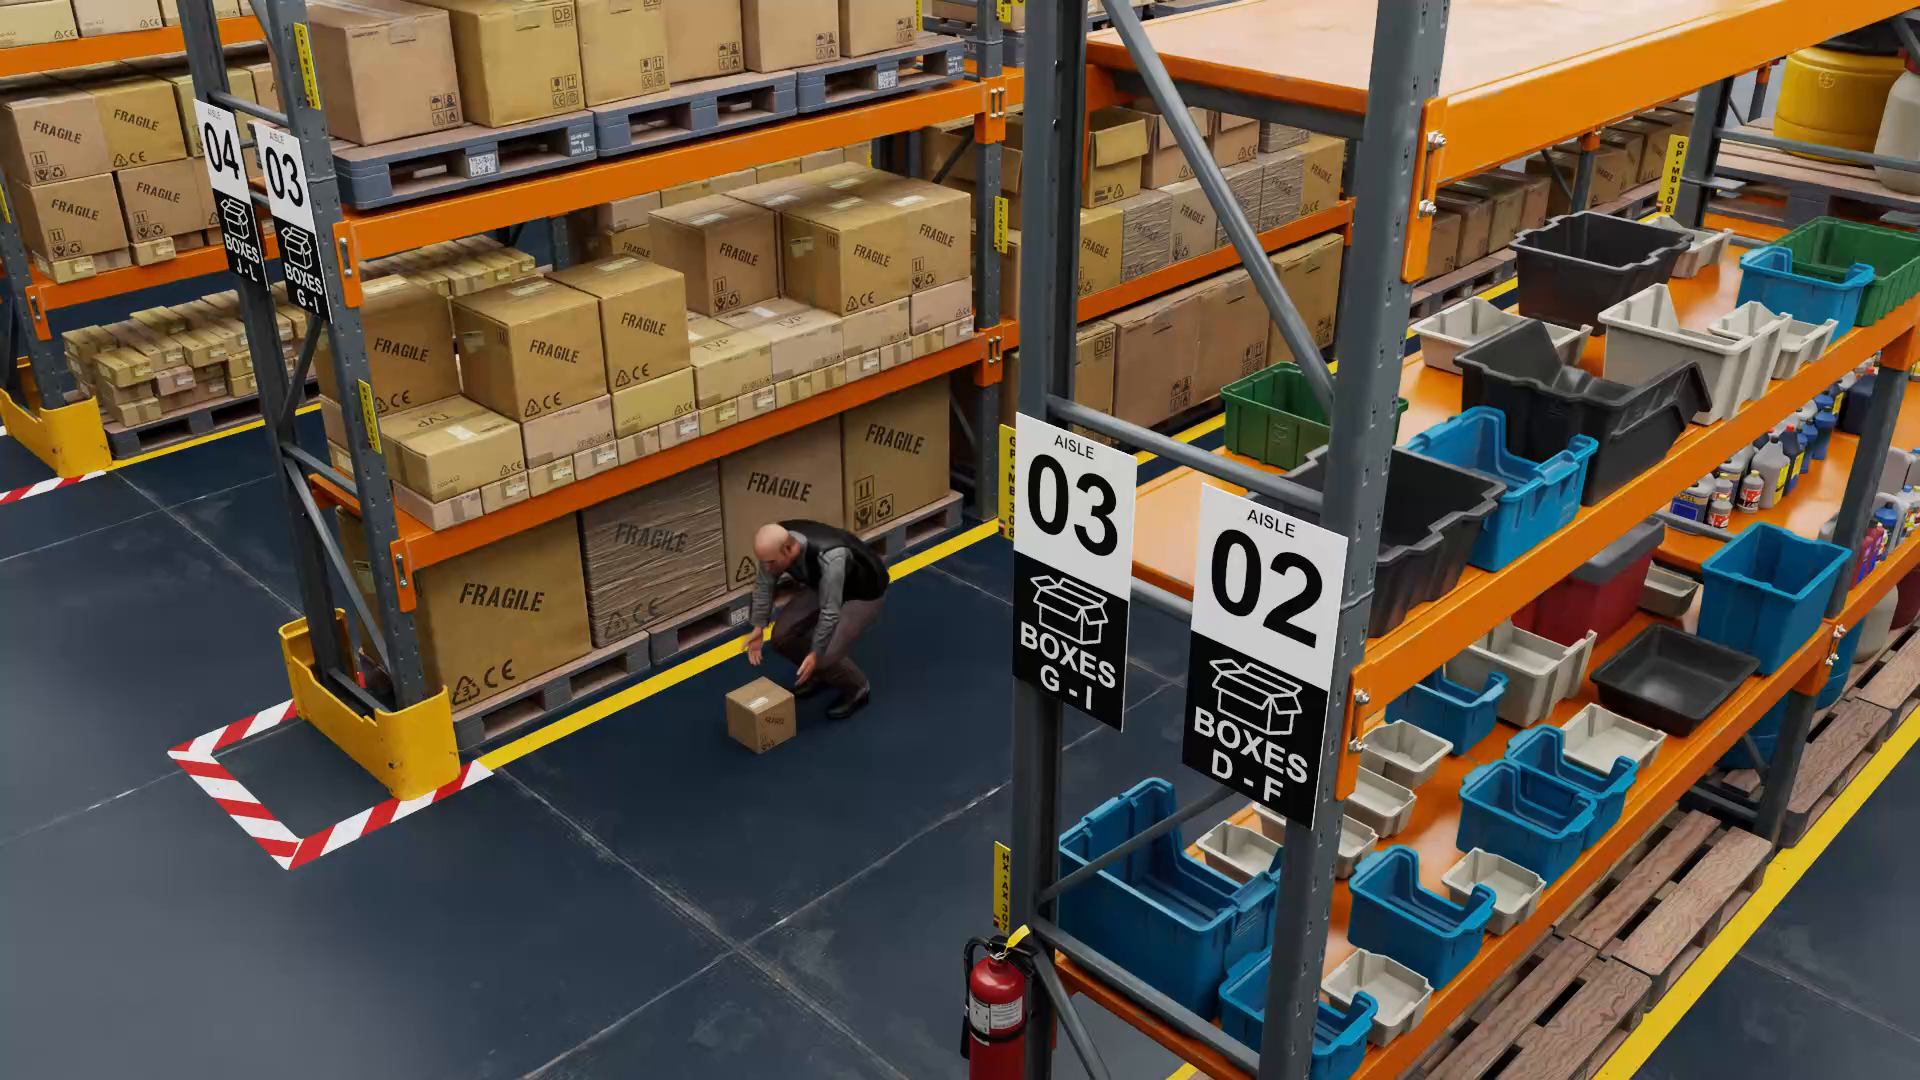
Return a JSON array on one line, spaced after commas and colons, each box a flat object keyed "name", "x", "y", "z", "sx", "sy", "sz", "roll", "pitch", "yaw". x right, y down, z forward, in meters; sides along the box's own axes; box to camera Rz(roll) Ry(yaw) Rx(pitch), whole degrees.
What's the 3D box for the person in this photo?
[{"name": "person", "x": -0.775, "y": 0.521, "z": 8.598, "sx": 0.536, "sy": 0.852, "sz": 0.873, "roll": 25, "pitch": 36, "yaw": 39}]
